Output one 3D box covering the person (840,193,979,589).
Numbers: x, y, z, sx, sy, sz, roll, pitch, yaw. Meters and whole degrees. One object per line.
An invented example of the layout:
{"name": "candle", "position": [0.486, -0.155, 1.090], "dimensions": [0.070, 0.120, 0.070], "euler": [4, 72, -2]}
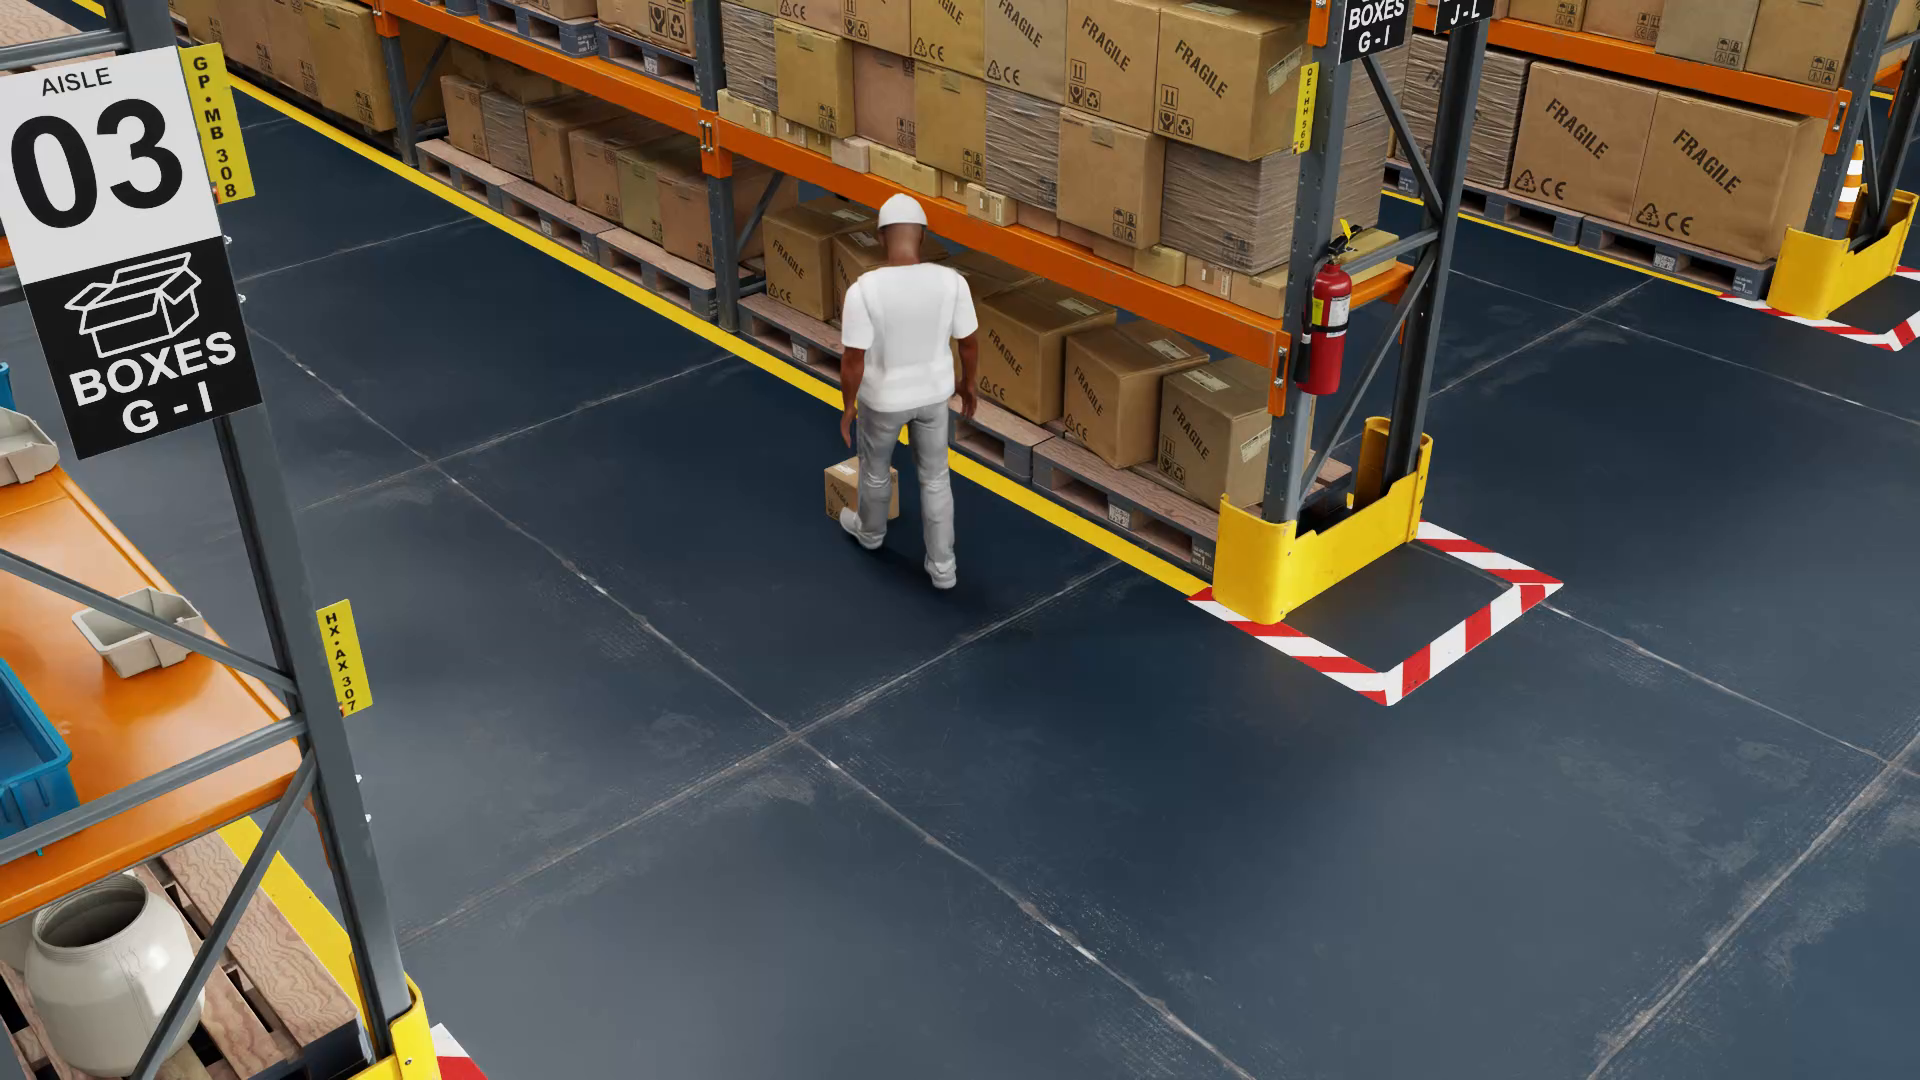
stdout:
{"name": "person", "position": [-0.253, -0.670, 7.194], "dimensions": [0.629, 1.738, 0.769], "euler": [-9, 33, -15]}
